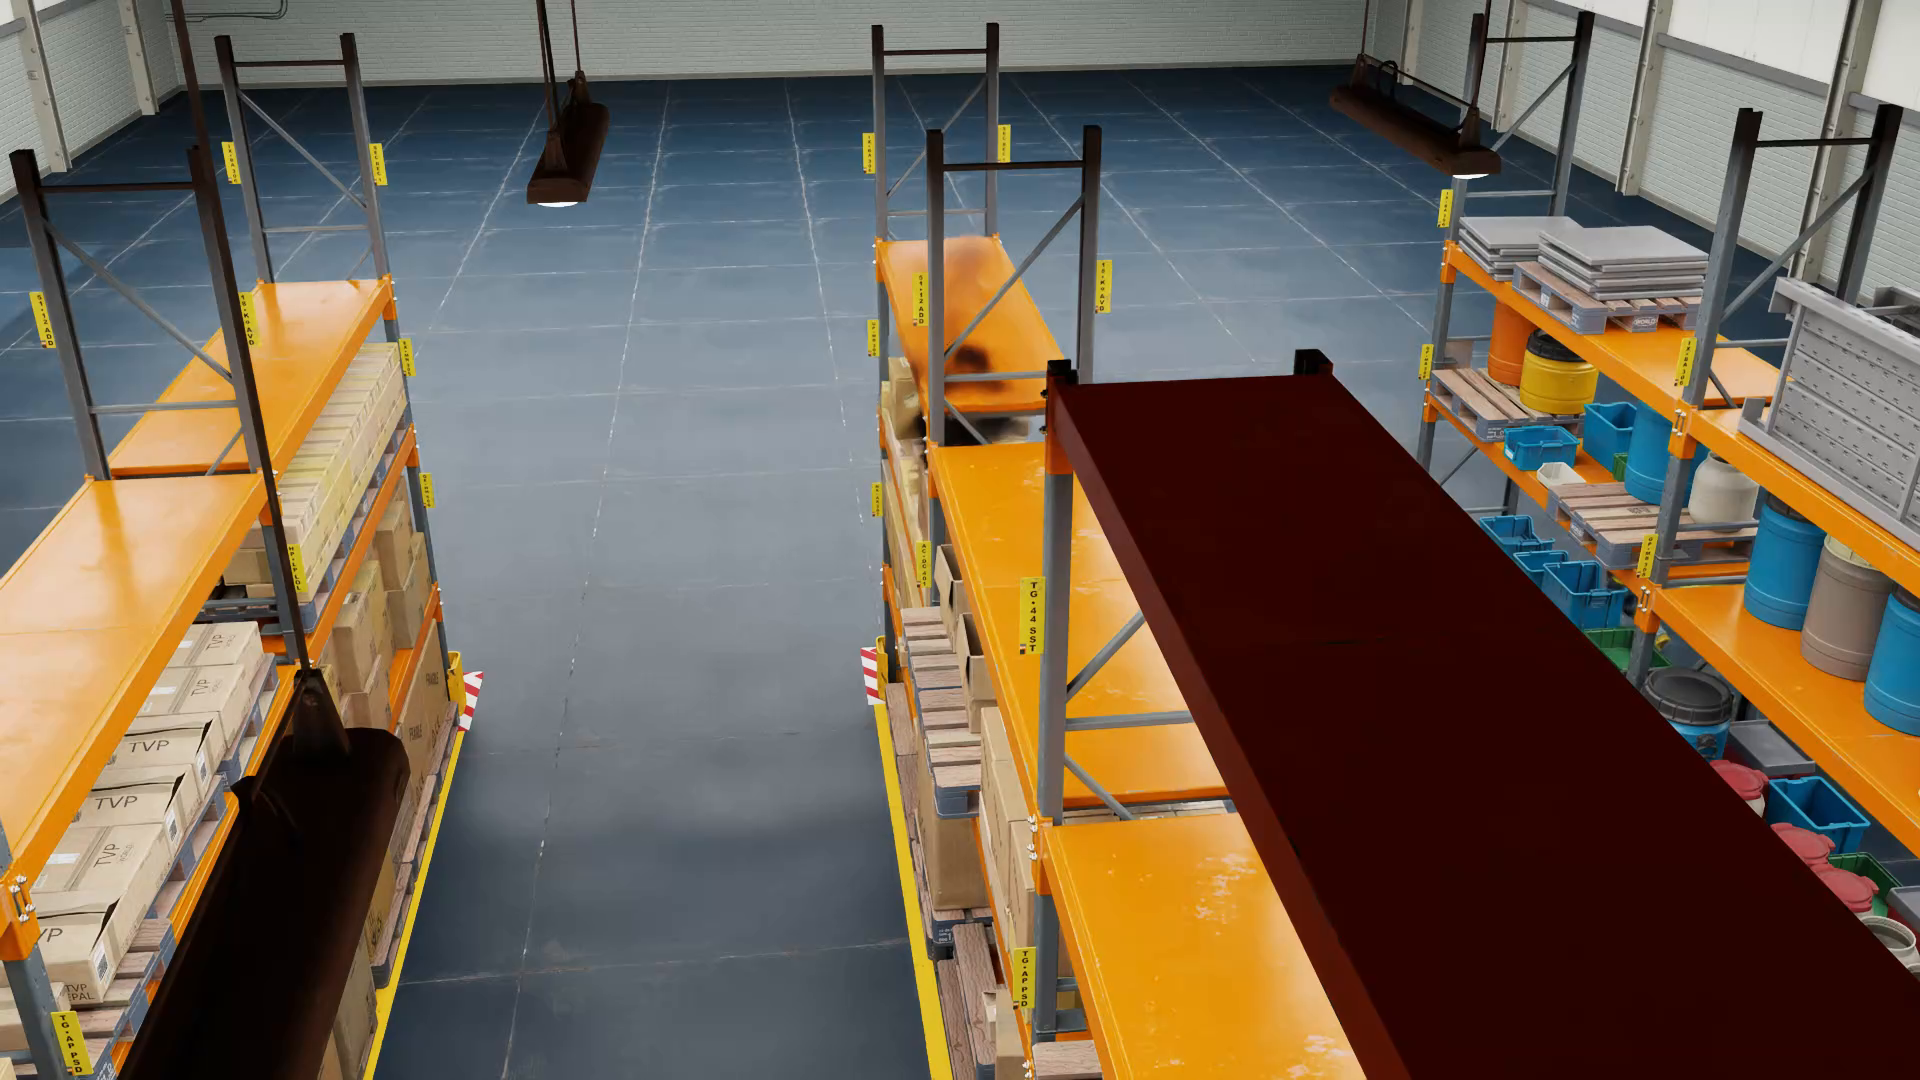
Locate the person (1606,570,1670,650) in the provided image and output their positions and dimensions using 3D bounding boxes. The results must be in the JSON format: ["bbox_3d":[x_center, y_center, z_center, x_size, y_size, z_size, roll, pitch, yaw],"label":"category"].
[{"bbox_3d":[6.401,0.378,15.734,0.723,1.730,0.688,-13,28,-24],"label":"person"}]
